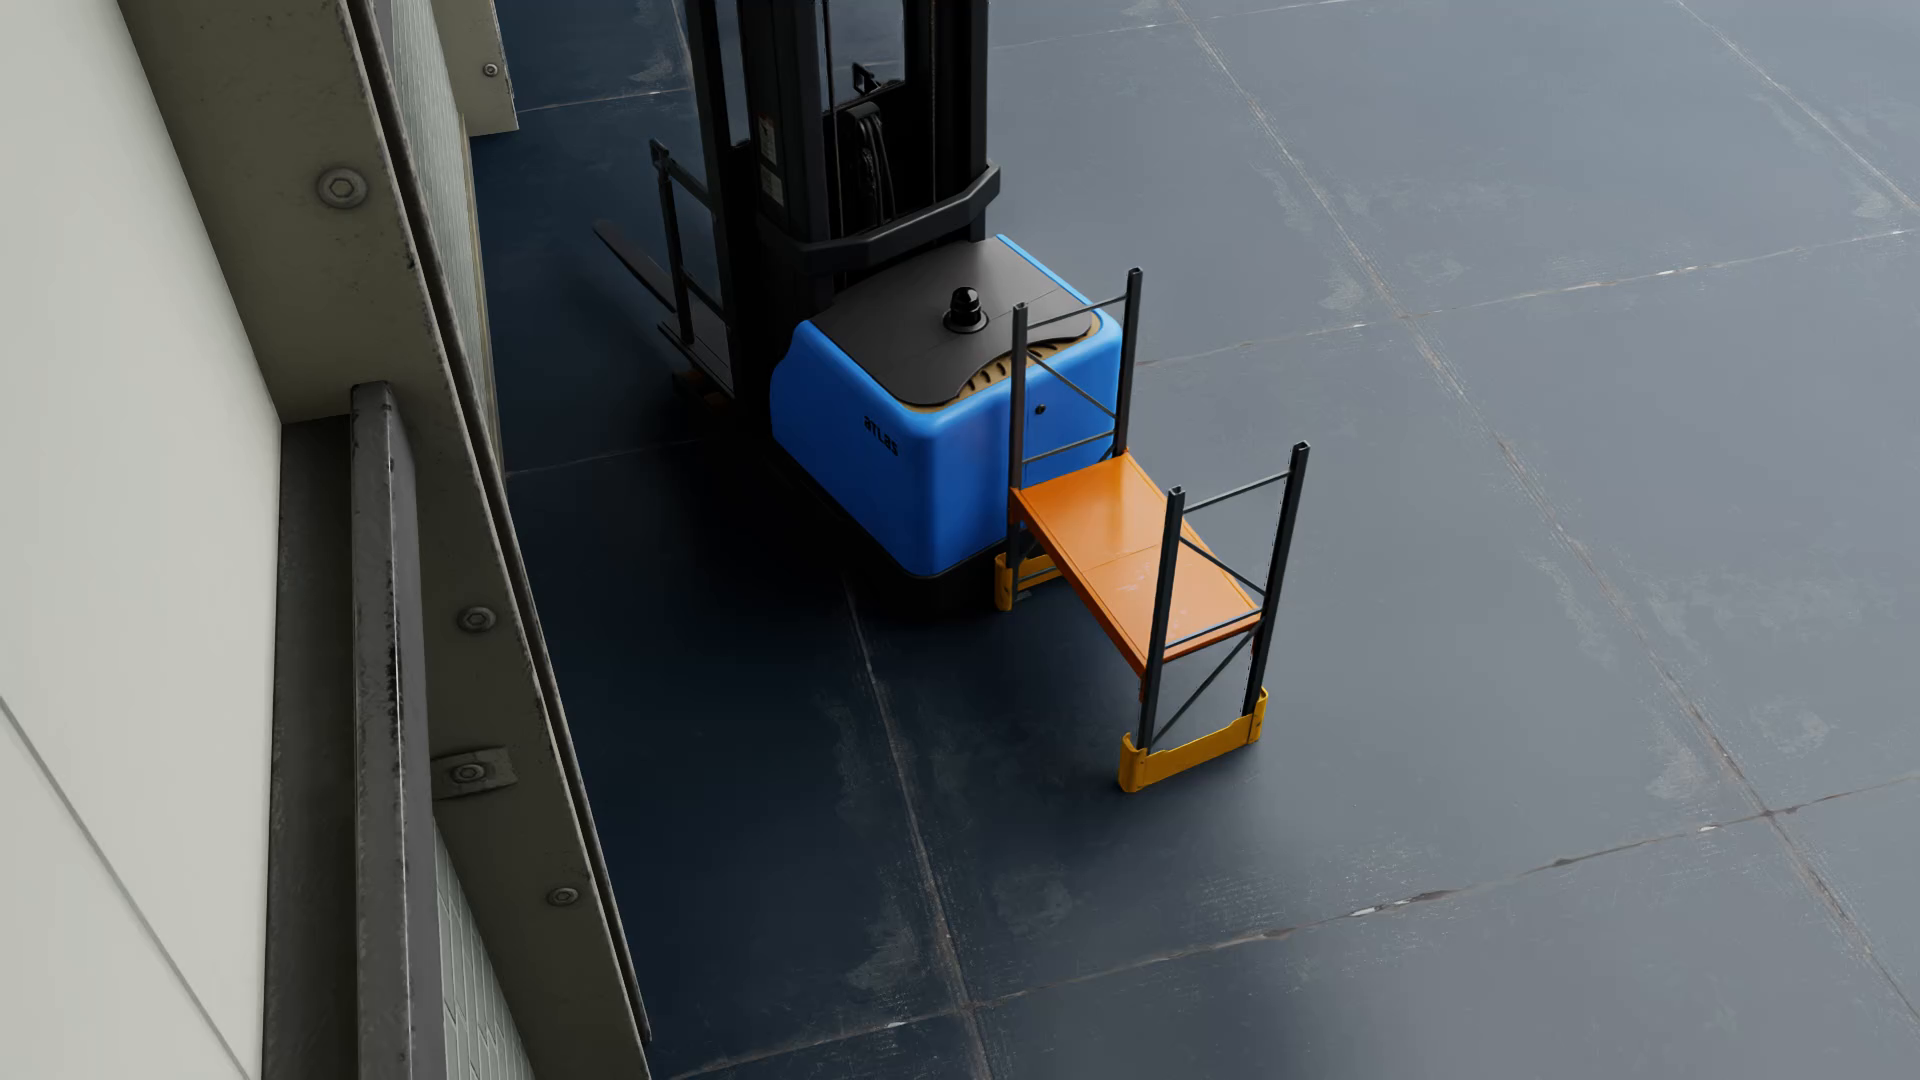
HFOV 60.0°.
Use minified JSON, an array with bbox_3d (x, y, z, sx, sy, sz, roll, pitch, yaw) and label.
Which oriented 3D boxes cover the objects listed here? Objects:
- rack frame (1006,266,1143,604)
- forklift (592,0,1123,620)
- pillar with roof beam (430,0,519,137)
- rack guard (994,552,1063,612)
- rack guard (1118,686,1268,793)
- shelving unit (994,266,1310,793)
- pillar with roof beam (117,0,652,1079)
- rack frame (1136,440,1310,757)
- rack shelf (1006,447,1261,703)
[{"bbox_3d":[0.412,-0.349,6.293,0.500,1.500,0.032,-20,49,-18],"label":"rack frame"},{"bbox_3d":[-0.648,-1.717,6.631,1.130,2.935,3.031,-28,52,-25],"label":"forklift"},{"bbox_3d":[1.512,-6.322,6.896,9.100,9.000,0.400,-11,47,-10],"label":"pillar with roof beam"},{"bbox_3d":[0.412,0.089,6.738,0.587,0.250,0.087,-20,49,-18],"label":"rack guard"},{"bbox_3d":[0.855,0.726,6.114,0.587,0.250,0.087,-20,49,-18],"label":"rack guard"},{"bbox_3d":[0.634,-0.030,5.980,0.587,1.500,1.083,-20,49,-18],"label":"shelving unit"},{"bbox_3d":[3.048,-2.180,2.836,9.100,9.000,0.400,-11,47,-10],"label":"pillar with roof beam"},{"bbox_3d":[0.864,0.301,5.655,0.500,1.500,0.032,-20,49,-18],"label":"rack frame"},{"bbox_3d":[0.638,0.102,6.102,0.538,0.185,1.000,-20,49,-18],"label":"rack shelf"}]
